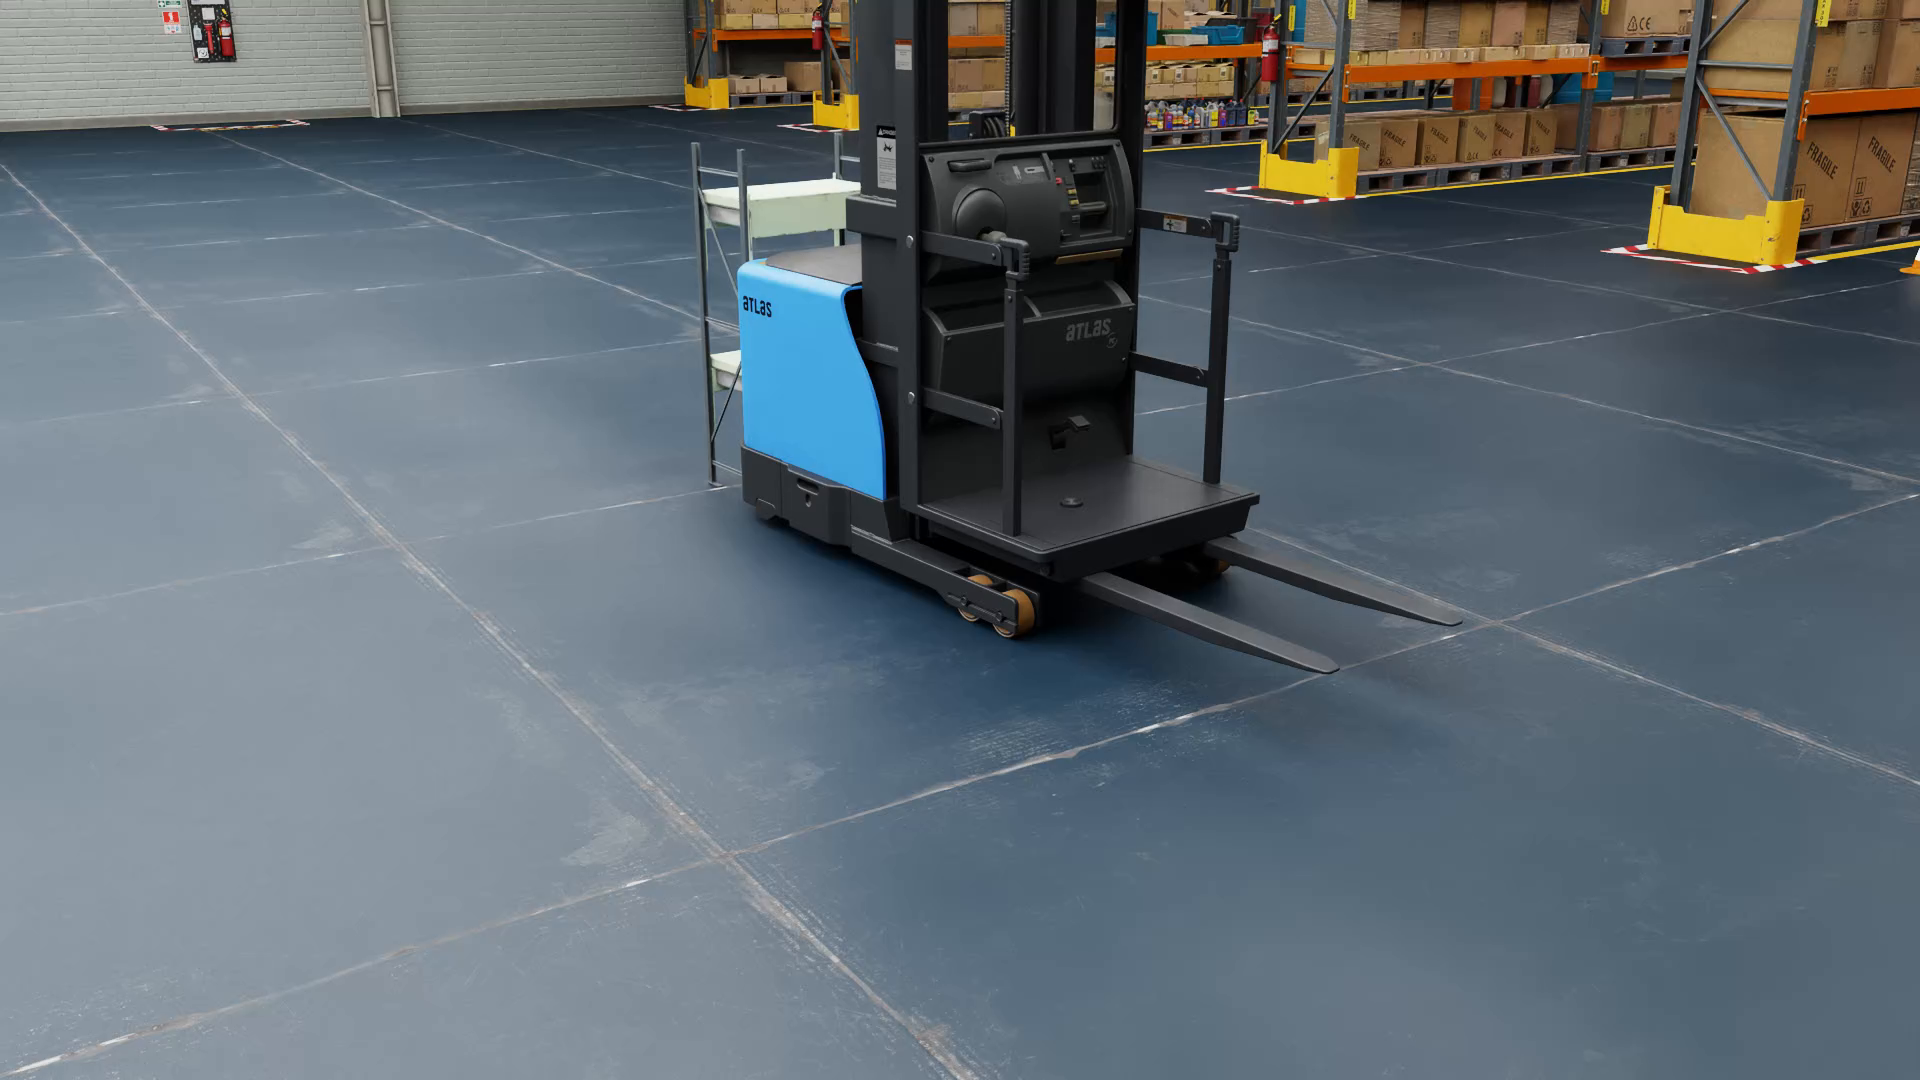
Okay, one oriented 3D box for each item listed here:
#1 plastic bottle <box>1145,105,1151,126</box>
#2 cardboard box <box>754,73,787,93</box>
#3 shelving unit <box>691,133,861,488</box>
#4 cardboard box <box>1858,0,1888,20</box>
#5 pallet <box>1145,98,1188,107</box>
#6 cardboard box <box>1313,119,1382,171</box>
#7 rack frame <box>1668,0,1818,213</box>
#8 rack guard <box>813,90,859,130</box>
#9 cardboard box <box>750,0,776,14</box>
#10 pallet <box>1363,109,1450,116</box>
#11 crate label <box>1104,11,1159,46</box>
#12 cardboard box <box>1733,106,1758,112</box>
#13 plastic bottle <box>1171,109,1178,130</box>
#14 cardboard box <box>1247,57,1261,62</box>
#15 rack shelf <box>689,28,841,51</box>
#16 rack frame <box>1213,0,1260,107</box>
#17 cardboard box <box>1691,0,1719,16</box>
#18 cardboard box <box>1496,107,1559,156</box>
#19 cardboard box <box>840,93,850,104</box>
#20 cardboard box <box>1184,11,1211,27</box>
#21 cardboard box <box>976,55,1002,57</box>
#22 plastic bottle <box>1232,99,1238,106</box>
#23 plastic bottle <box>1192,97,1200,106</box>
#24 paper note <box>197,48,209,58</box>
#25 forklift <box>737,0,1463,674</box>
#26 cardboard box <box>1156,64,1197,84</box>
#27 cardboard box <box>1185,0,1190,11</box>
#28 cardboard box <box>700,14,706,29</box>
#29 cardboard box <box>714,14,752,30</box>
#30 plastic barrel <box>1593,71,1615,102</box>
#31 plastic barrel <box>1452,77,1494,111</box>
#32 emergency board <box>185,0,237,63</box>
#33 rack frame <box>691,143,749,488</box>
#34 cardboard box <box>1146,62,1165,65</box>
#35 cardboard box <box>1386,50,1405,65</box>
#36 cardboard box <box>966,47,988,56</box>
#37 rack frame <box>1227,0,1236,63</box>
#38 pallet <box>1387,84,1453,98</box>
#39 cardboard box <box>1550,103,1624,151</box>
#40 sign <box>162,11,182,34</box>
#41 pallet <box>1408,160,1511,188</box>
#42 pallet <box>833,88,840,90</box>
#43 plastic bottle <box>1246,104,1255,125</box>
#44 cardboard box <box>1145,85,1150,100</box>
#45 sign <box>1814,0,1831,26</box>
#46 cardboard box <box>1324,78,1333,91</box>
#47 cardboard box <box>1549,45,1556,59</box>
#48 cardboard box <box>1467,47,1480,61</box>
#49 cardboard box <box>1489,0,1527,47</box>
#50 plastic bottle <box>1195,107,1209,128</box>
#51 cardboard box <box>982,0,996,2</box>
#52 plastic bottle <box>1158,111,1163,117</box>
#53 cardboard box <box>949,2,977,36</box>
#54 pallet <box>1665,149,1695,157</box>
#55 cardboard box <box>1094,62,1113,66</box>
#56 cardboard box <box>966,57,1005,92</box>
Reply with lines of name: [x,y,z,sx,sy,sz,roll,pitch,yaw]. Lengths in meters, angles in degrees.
plastic bottle: [2.538,-5.867,22.982,0.135,0.276,0.152,-13,22,-33]
cardboard box: [-3.442,-8.230,29.915,0.500,0.311,0.500,-10,21,-27]
shelving unit: [-0.716,-0.992,7.336,0.755,1.500,0.431,-14,23,-36]
cardboard box: [7.011,-4.537,13.560,0.550,0.550,0.875,-12,22,-31]
pallet: [3.137,-7.512,28.636,1.213,0.211,1.003,-12,22,-31]
cardboard box: [4.158,-4.242,17.857,0.500,0.500,0.500,-8,20,-21]
rack frame: [6.271,-3.778,13.235,0.127,3.000,1.000,-12,22,-31]
rack guard: [-1.838,-6.584,25.439,0.348,0.500,1.175,-12,22,-31]
cardboard box: [-3.563,-9.479,29.130,0.500,0.500,0.500,-12,22,-31]
pallet: [6.917,-6.409,25.372,1.213,0.211,1.003,-12,22,-31]
crate label: [2.292,-6.860,22.298,0.616,0.435,0.502,-12,22,-31]
cardboard box: [9.760,-5.432,21.345,0.500,0.500,0.700,-13,23,-34]
plastic bottle: [2.875,-5.659,22.374,0.097,0.271,0.097,0,19,0]
cardboard box: [5.561,-8.800,30.135,0.500,0.250,0.500,-11,22,-29]
rack shelf: [-2.875,-9.108,30.126,4.000,0.370,1.077,-12,22,-31]
rack frame: [4.864,-9.182,29.220,0.127,3.000,1.000,-12,22,-31]
cardboard box: [9.469,-6.547,20.614,0.500,0.500,0.700,-8,20,-23]
cardboard box: [6.612,-4.782,19.452,0.500,0.500,0.500,-13,22,-33]
cardboard box: [-1.532,-6.842,25.938,0.500,0.250,0.500,-12,22,-31]
cardboard box: [4.010,-9.034,28.921,0.500,0.311,0.500,-12,22,-32]
cardboard box: [0.550,-7.641,27.128,0.500,0.500,0.500,-12,22,-31]
plastic bottle: [3.786,-5.953,23.119,0.185,0.351,0.144,-12,22,-31]
plastic bottle: [3.342,-6.074,23.476,0.185,0.351,0.144,-11,22,-30]
paper note: [-11.718,-7.540,25.738,0.142,0.148,0.016,-12,22,-31]
forklift: [0.395,-1.231,5.810,1.130,2.935,3.031,-14,23,-36]
cardboard box: [3.708,-8.004,28.499,0.500,0.311,0.500,-12,22,-32]
cardboard box: [4.385,-11.081,34.186,0.500,0.500,0.500,-12,22,-31]
cardboard box: [-4.261,-9.169,29.387,0.500,0.250,0.500,-12,22,-31]
cardboard box: [-3.963,-9.036,28.993,0.500,0.250,0.500,-13,22,-33]
plastic barrel: [10.462,-7.674,27.382,0.708,0.901,0.600,-12,22,-31]
plastic barrel: [7.984,-7.118,25.847,0.708,0.830,0.600,-12,22,-31]
emergency board: [-11.532,-7.970,25.635,0.643,1.169,0.194,-12,22,-31]
rack frame: [-1.001,-0.918,7.119,0.023,1.500,0.400,-14,23,-36]
cardboard box: [3.404,-8.146,28.918,0.500,0.311,0.500,-13,22,-33]
cardboard box: [4.433,-5.068,17.445,0.250,0.149,0.380,-12,22,-31]
cardboard box: [0.200,-9.486,32.166,0.500,0.250,0.500,-13,22,-33]
rack frame: [5.477,-11.210,35.221,0.127,3.000,1.000,-12,22,-31]
pallet: [8.779,-8.686,32.107,1.213,0.211,1.003,-12,22,-31]
cardboard box: [7.493,-4.953,19.929,0.500,0.500,0.700,-14,23,-36]
sign: [-12.051,-7.917,25.422,0.234,0.329,0.001,-12,22,-31]
pallet: [5.407,-4.162,18.725,1.213,0.211,1.003,-12,22,-31]
pallet: [-1.746,-8.353,31.122,1.213,0.211,1.003,-12,22,-31]
plastic bottle: [4.024,-5.900,23.068,0.133,0.283,0.061,-11,21,-29]
cardboard box: [2.855,-7.560,28.060,0.500,0.250,0.500,-13,22,-33]
sign: [6.571,-4.076,12.641,0.005,0.325,0.100,-12,22,-31]
cardboard box: [6.690,-8.484,30.371,0.500,0.500,0.500,-13,23,-33]
cardboard box: [6.495,-5.522,18.786,0.250,0.149,0.380,-12,22,-31]
cardboard box: [5.439,-5.307,18.152,0.250,0.149,0.380,-12,22,-31]
cardboard box: [5.759,-5.759,18.474,0.500,0.500,0.875,-12,22,-31]
plastic bottle: [3.297,-5.761,22.667,0.135,0.276,0.152,-11,22,-30]
cardboard box: [0.353,-8.503,26.044,0.250,0.149,0.380,-11,22,-30]
plastic bottle: [2.777,-5.838,23.011,0.097,0.201,0.097,0,19,0]
cardboard box: [-0.129,-8.172,26.077,0.500,0.500,0.700,-11,22,-30]
pallet: [9.656,-5.073,21.421,1.213,0.211,1.003,-12,22,-31]
cardboard box: [2.823,-9.781,33.693,0.750,0.750,0.750,-12,22,-32]
cardboard box: [0.417,-7.414,26.459,0.500,0.500,0.500,-12,22,-31]
